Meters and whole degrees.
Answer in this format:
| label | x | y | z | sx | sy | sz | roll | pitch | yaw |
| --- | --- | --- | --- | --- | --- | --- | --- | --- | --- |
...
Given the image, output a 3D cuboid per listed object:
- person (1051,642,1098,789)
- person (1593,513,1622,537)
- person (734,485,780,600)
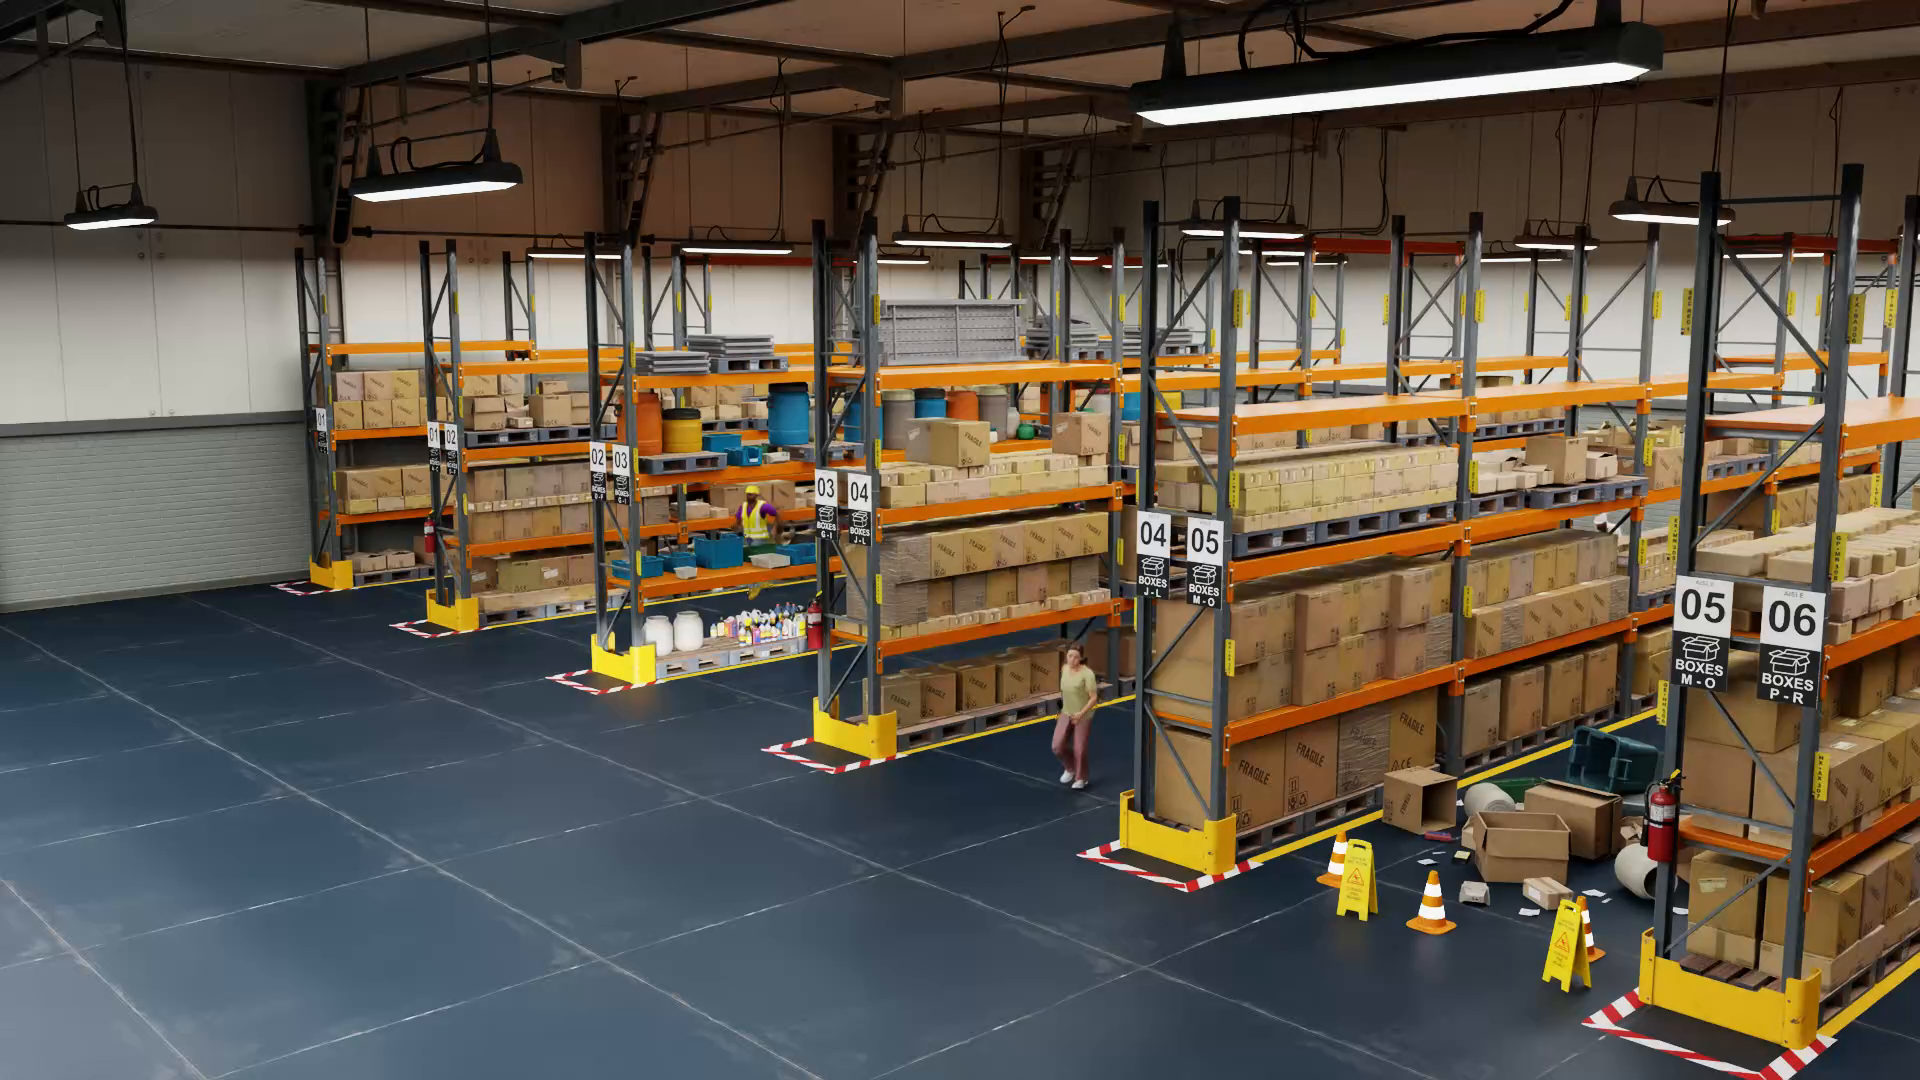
| label | x | y | z | sx | sy | sz | roll | pitch | yaw |
| --- | --- | --- | --- | --- | --- | --- | --- | --- | --- |
| person | 1.217 | 1.837 | 17.269 | 0.547 | 1.611 | 0.768 | 5 | 10 | 32 |
| person | 11.194 | 0.249 | 28.506 | 1.181 | 1.538 | 0.722 | -5 | 10 | -30 |
| person | -3.386 | 0.031 | 27.307 | 0.651 | 1.875 | 0.811 | 7 | 11 | 38 |
